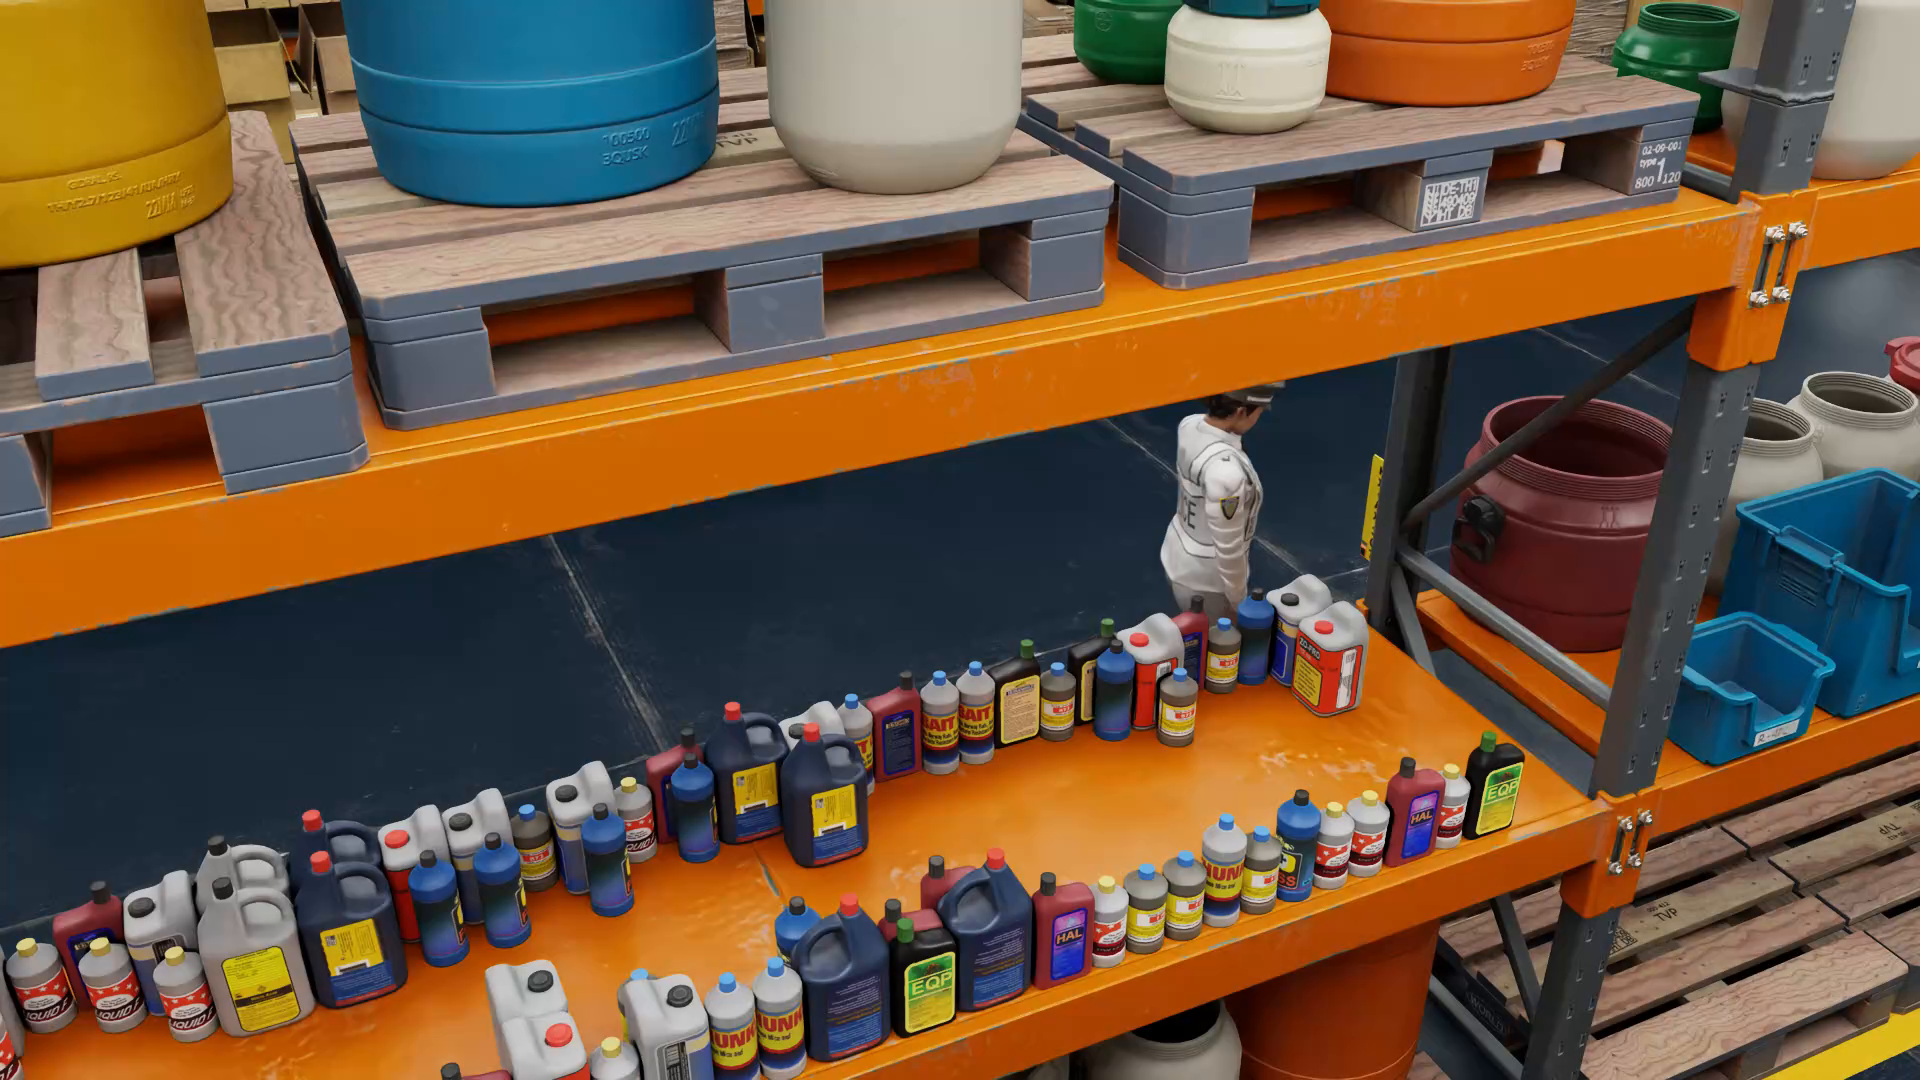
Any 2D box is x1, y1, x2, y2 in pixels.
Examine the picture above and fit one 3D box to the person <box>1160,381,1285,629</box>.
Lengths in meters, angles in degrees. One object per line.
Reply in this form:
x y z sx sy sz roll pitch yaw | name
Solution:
0.897 0.128 5.923 0.366 1.654 0.482 -3 30 -6 | person
